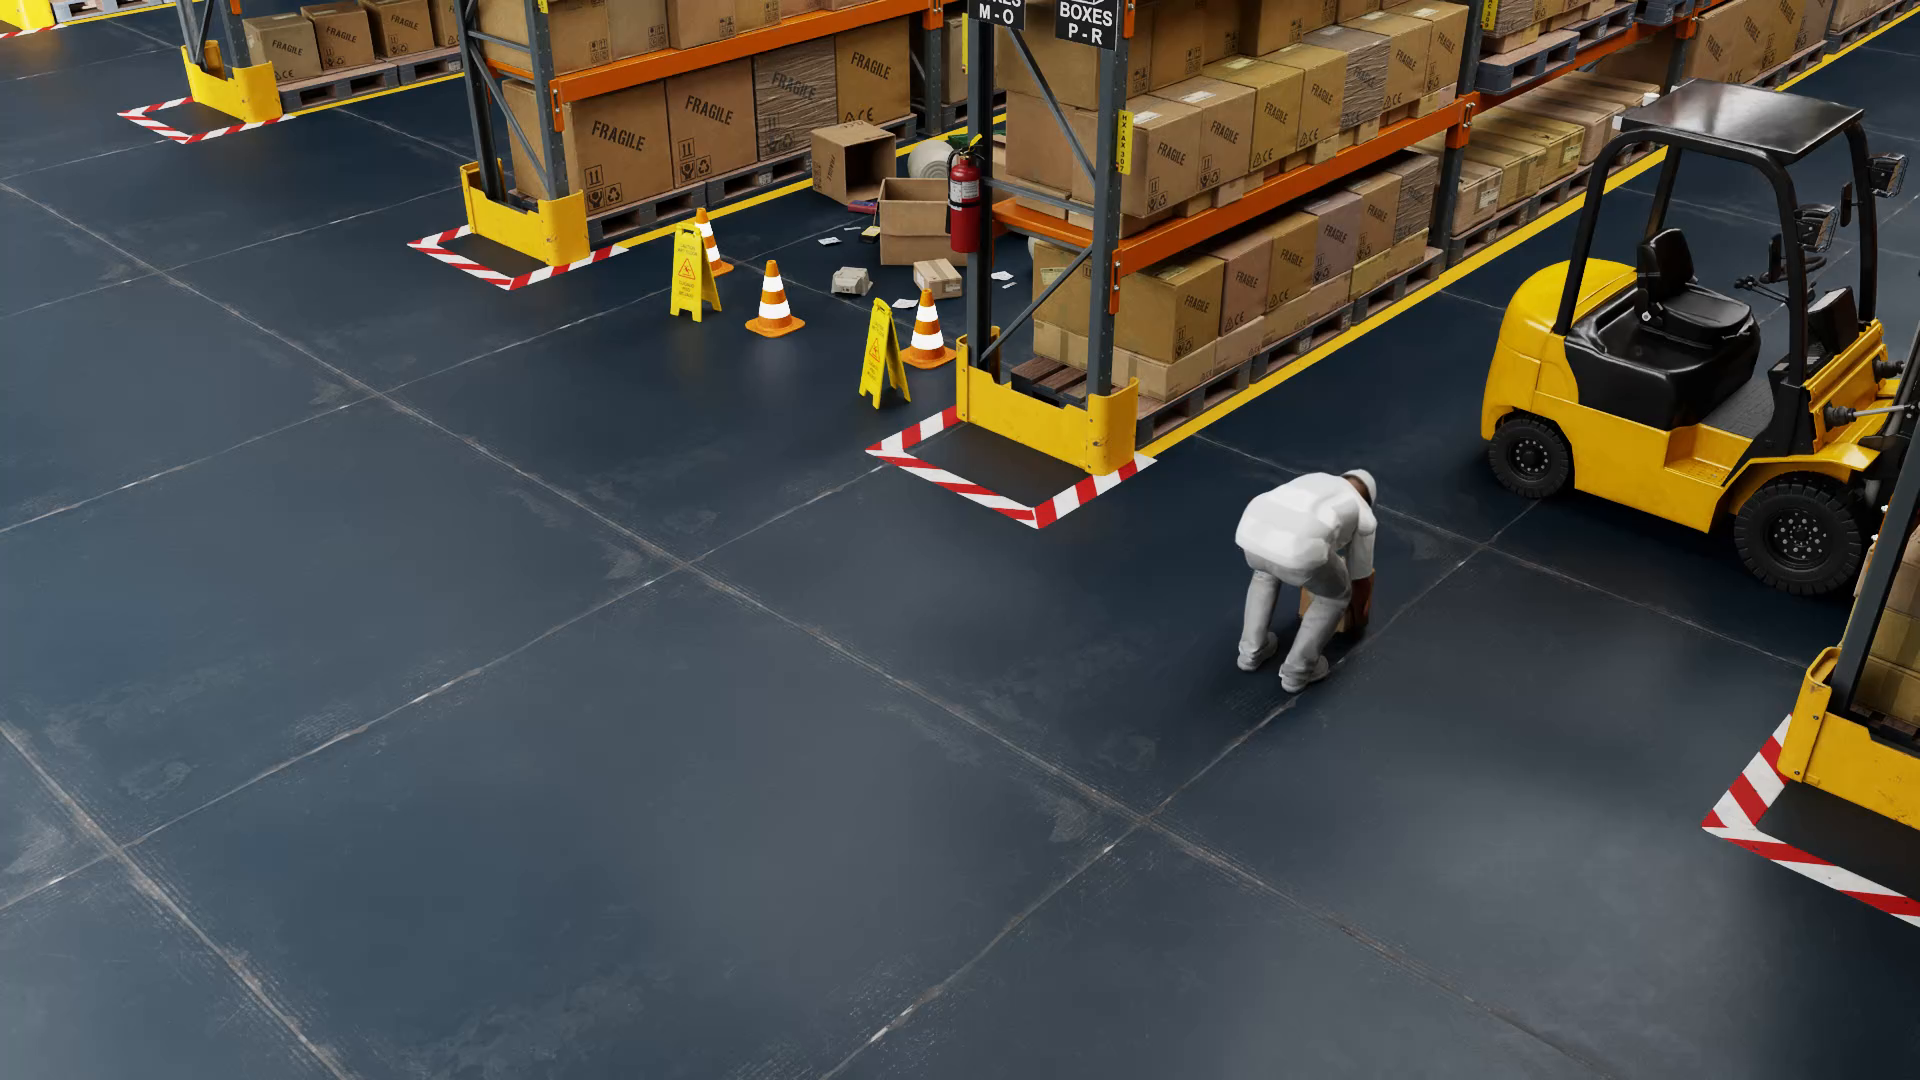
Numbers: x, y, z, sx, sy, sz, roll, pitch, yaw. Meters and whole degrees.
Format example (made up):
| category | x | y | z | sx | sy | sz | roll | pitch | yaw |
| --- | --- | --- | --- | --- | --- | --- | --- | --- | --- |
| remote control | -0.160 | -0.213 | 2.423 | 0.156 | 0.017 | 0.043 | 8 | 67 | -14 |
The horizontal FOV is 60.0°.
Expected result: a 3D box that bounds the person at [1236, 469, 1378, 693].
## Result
| category | x | y | z | sx | sy | sz | roll | pitch | yaw |
| --- | --- | --- | --- | --- | --- | --- | --- | --- | --- |
| person | 1.644 | 0.114 | 7.802 | 0.502 | 0.979 | 0.974 | 23 | 38 | 33 |
